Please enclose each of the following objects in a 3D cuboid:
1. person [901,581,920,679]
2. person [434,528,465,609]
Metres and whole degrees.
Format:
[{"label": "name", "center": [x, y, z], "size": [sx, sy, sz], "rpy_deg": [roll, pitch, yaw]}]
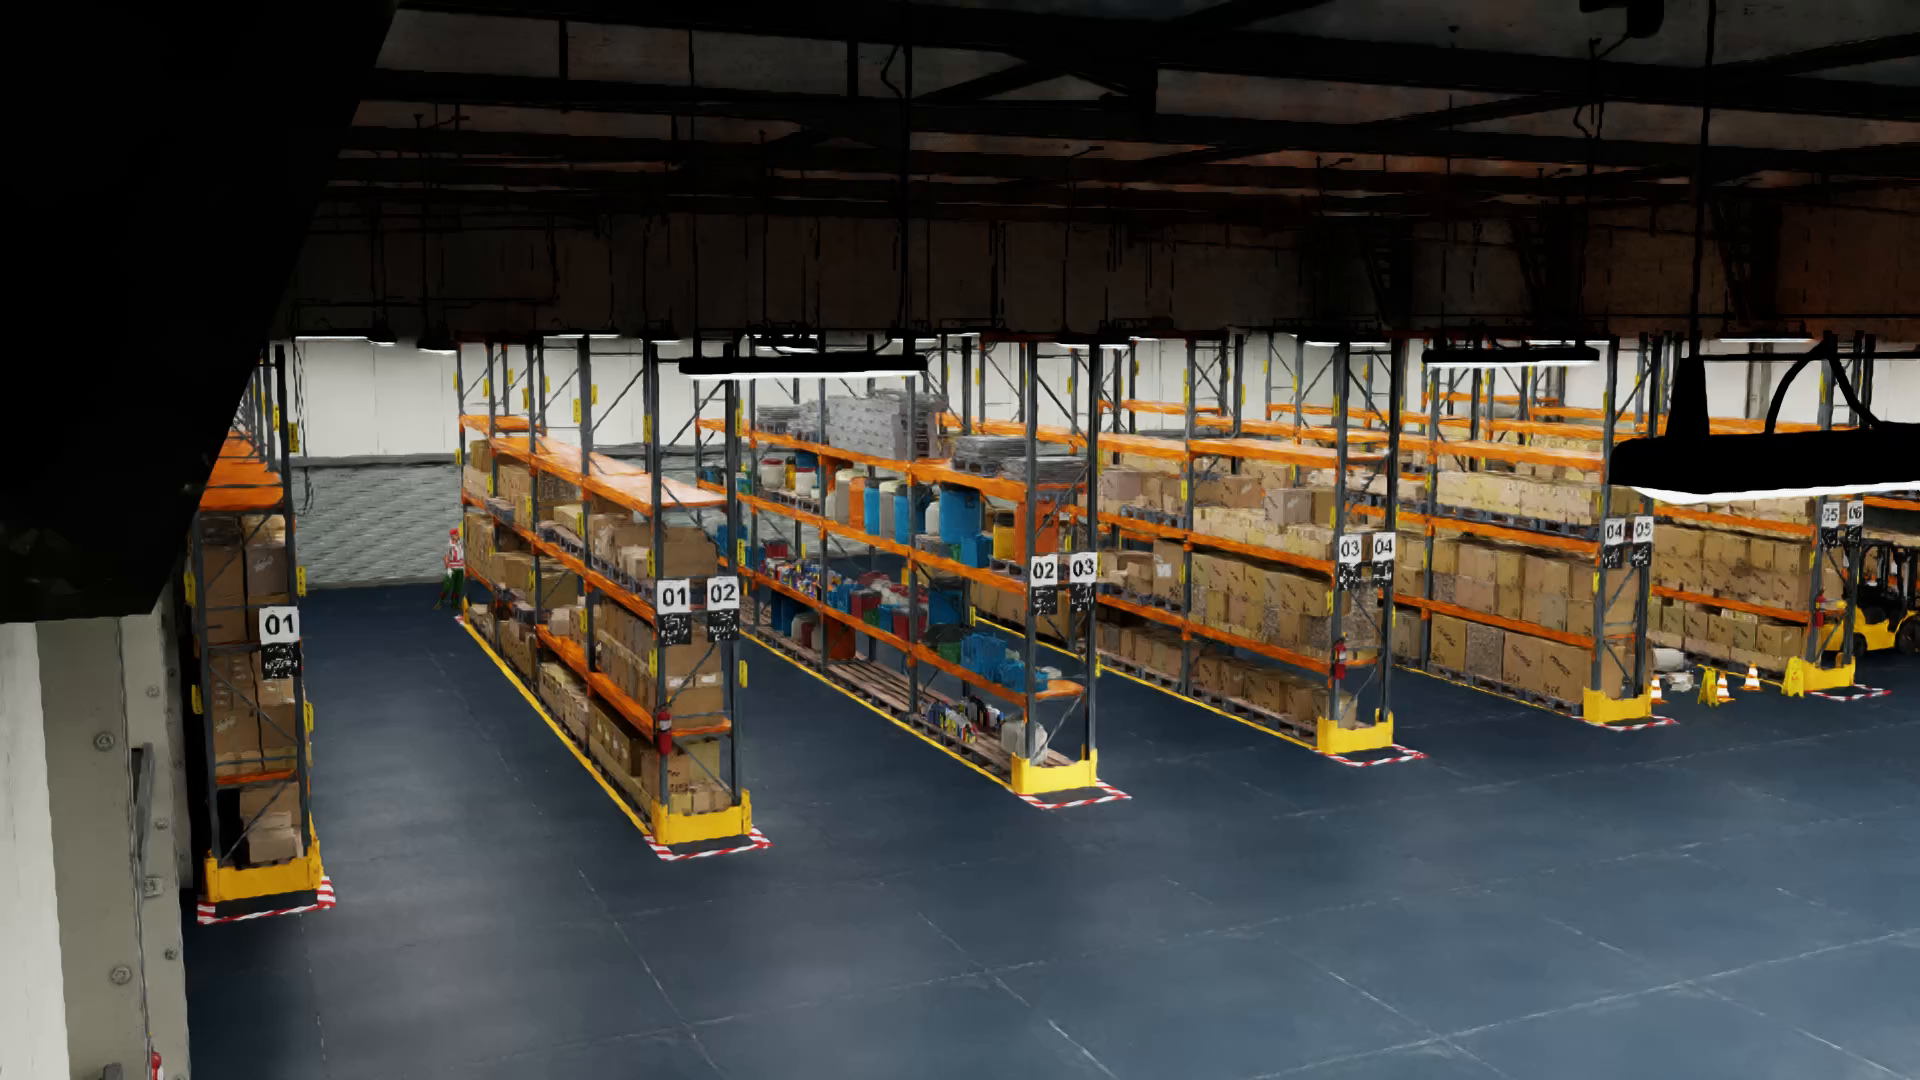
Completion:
[{"label": "person", "center": [-0.857, 1.574, 28.714], "size": [0.389, 1.771, 0.657], "rpy_deg": [-1, 8, -9]}, {"label": "person", "center": [-11.013, 0.624, 35.857], "size": [0.516, 1.780, 0.731], "rpy_deg": [3, 8, 24]}]
